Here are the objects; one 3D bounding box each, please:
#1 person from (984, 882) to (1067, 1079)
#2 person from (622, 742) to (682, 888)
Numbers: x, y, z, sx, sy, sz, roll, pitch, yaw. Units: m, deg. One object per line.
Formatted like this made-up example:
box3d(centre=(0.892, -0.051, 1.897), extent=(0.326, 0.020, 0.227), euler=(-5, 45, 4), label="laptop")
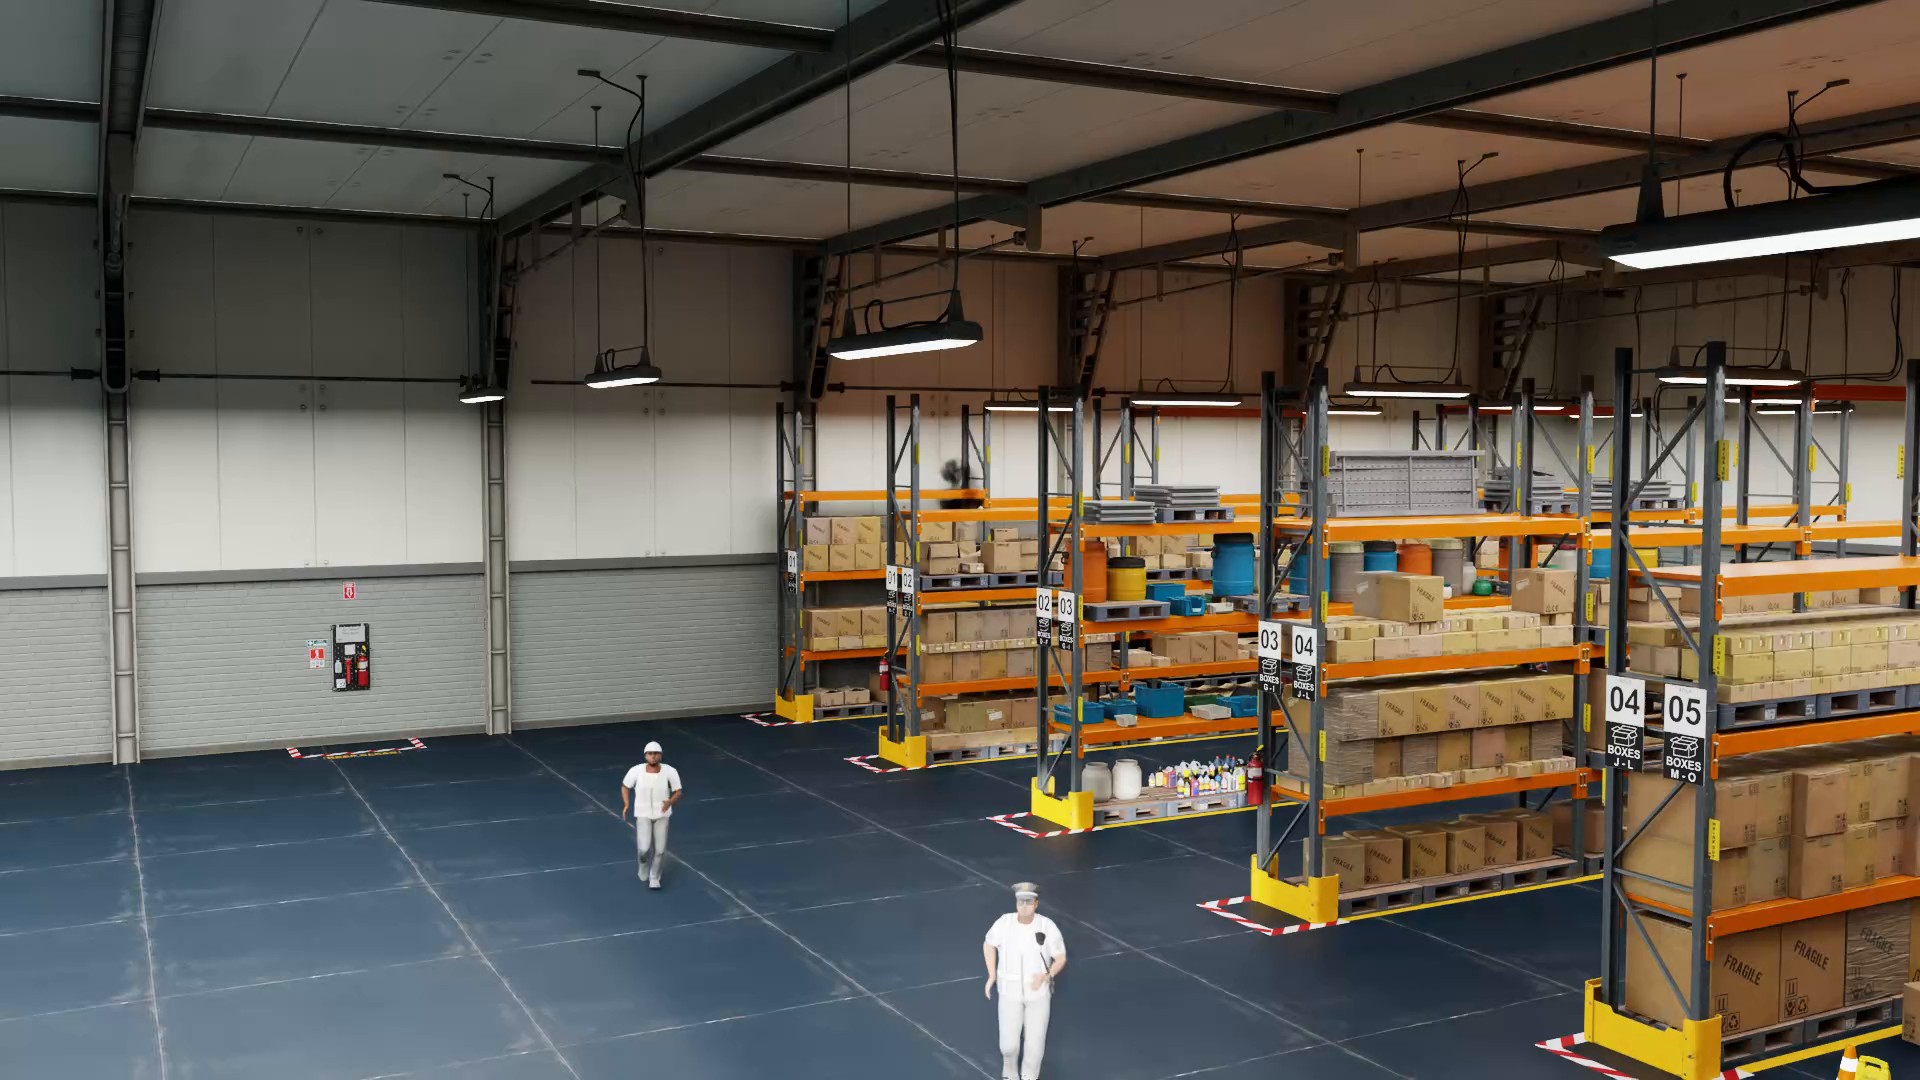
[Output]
box3d(centre=(0.502, 3.551, 13.061), extent=(0.665, 1.736, 0.587), euler=(0, 3, 5), label="person")
box3d(centre=(-3.575, 3.205, 19.310), extent=(0.695, 1.720, 0.583), euler=(-1, 3, -11), label="person")
